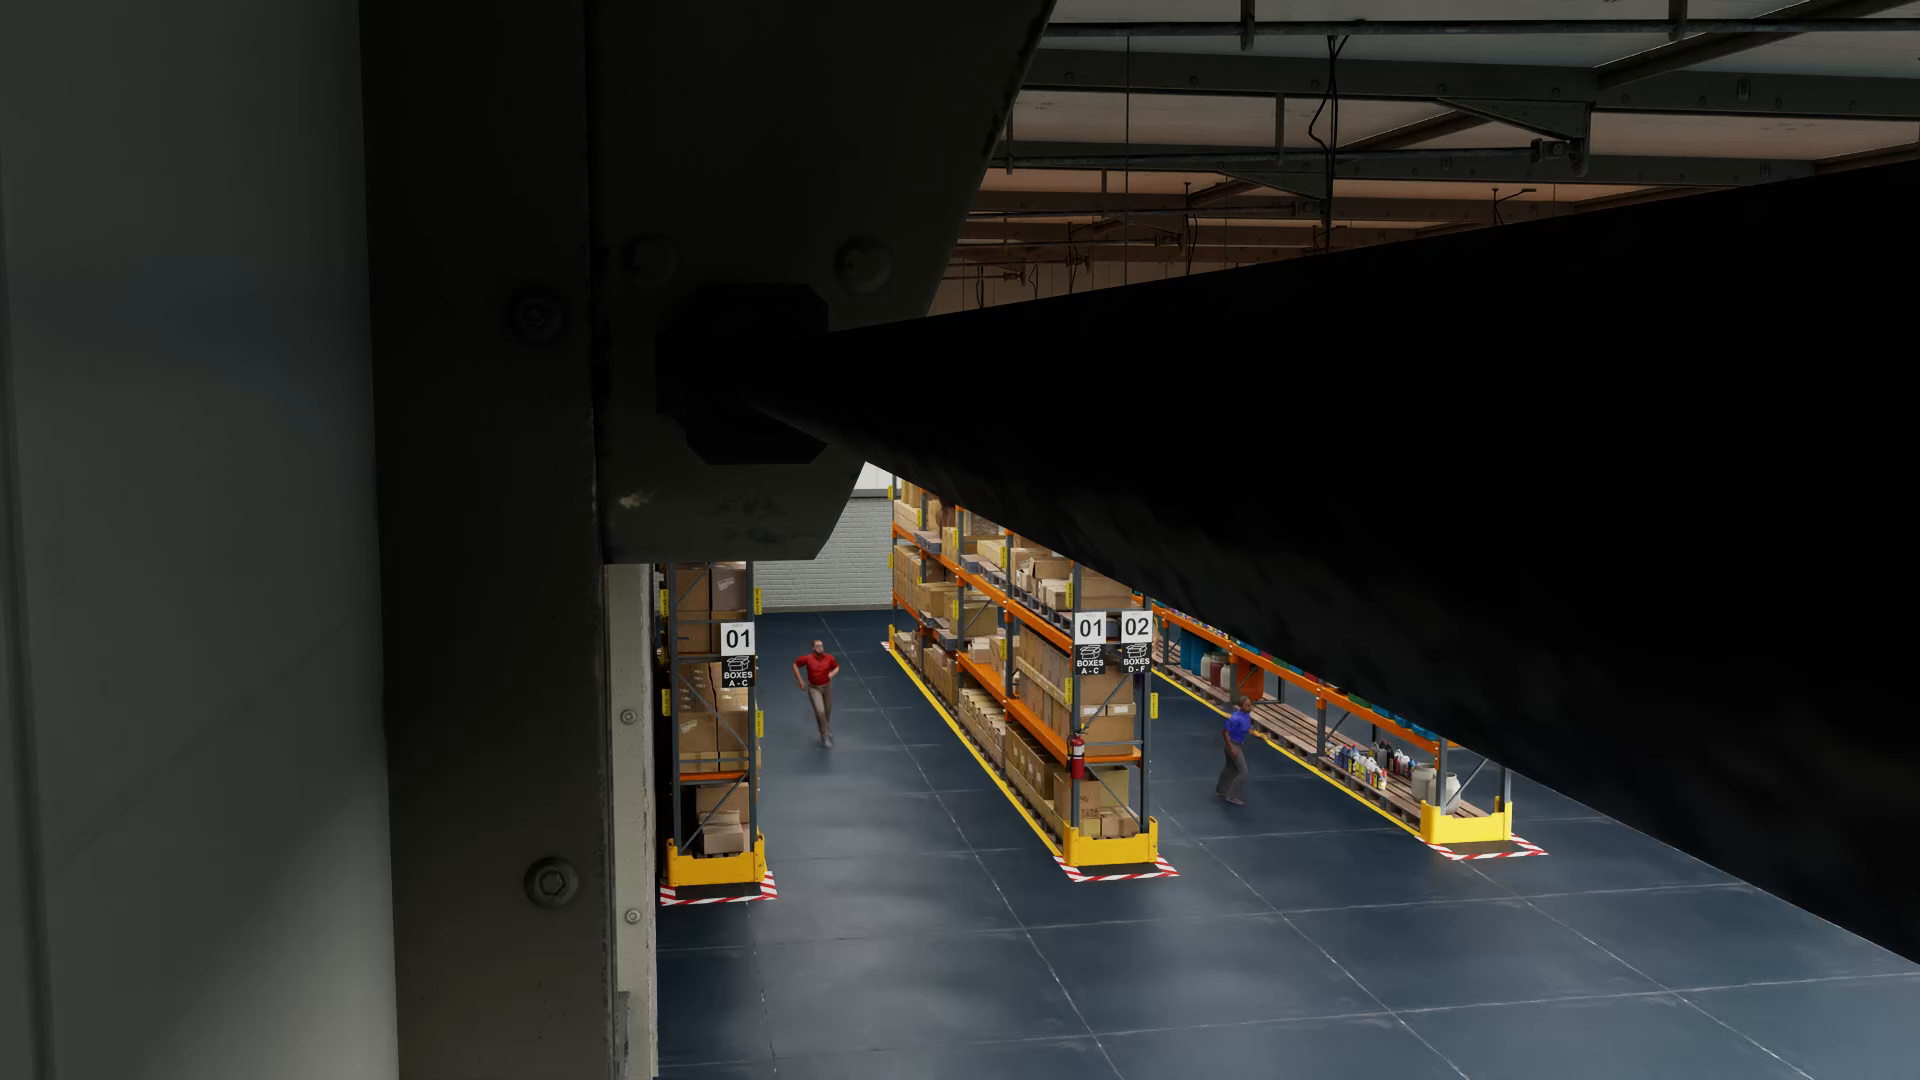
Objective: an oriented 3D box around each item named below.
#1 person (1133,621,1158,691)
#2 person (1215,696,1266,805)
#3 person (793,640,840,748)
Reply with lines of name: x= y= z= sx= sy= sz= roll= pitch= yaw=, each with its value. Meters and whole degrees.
person: x=3.488 y=2.082 z=31.864 sx=0.585 sy=1.596 sz=0.806 roll=0 pitch=6 yaw=0
person: x=3.996 y=2.993 z=23.850 sx=0.770 sy=1.599 sz=0.638 roll=3 pitch=7 yaw=24
person: x=-2.342 y=2.523 z=27.462 sx=0.748 sy=1.783 sz=0.796 roll=-3 pitch=7 yaw=-24
